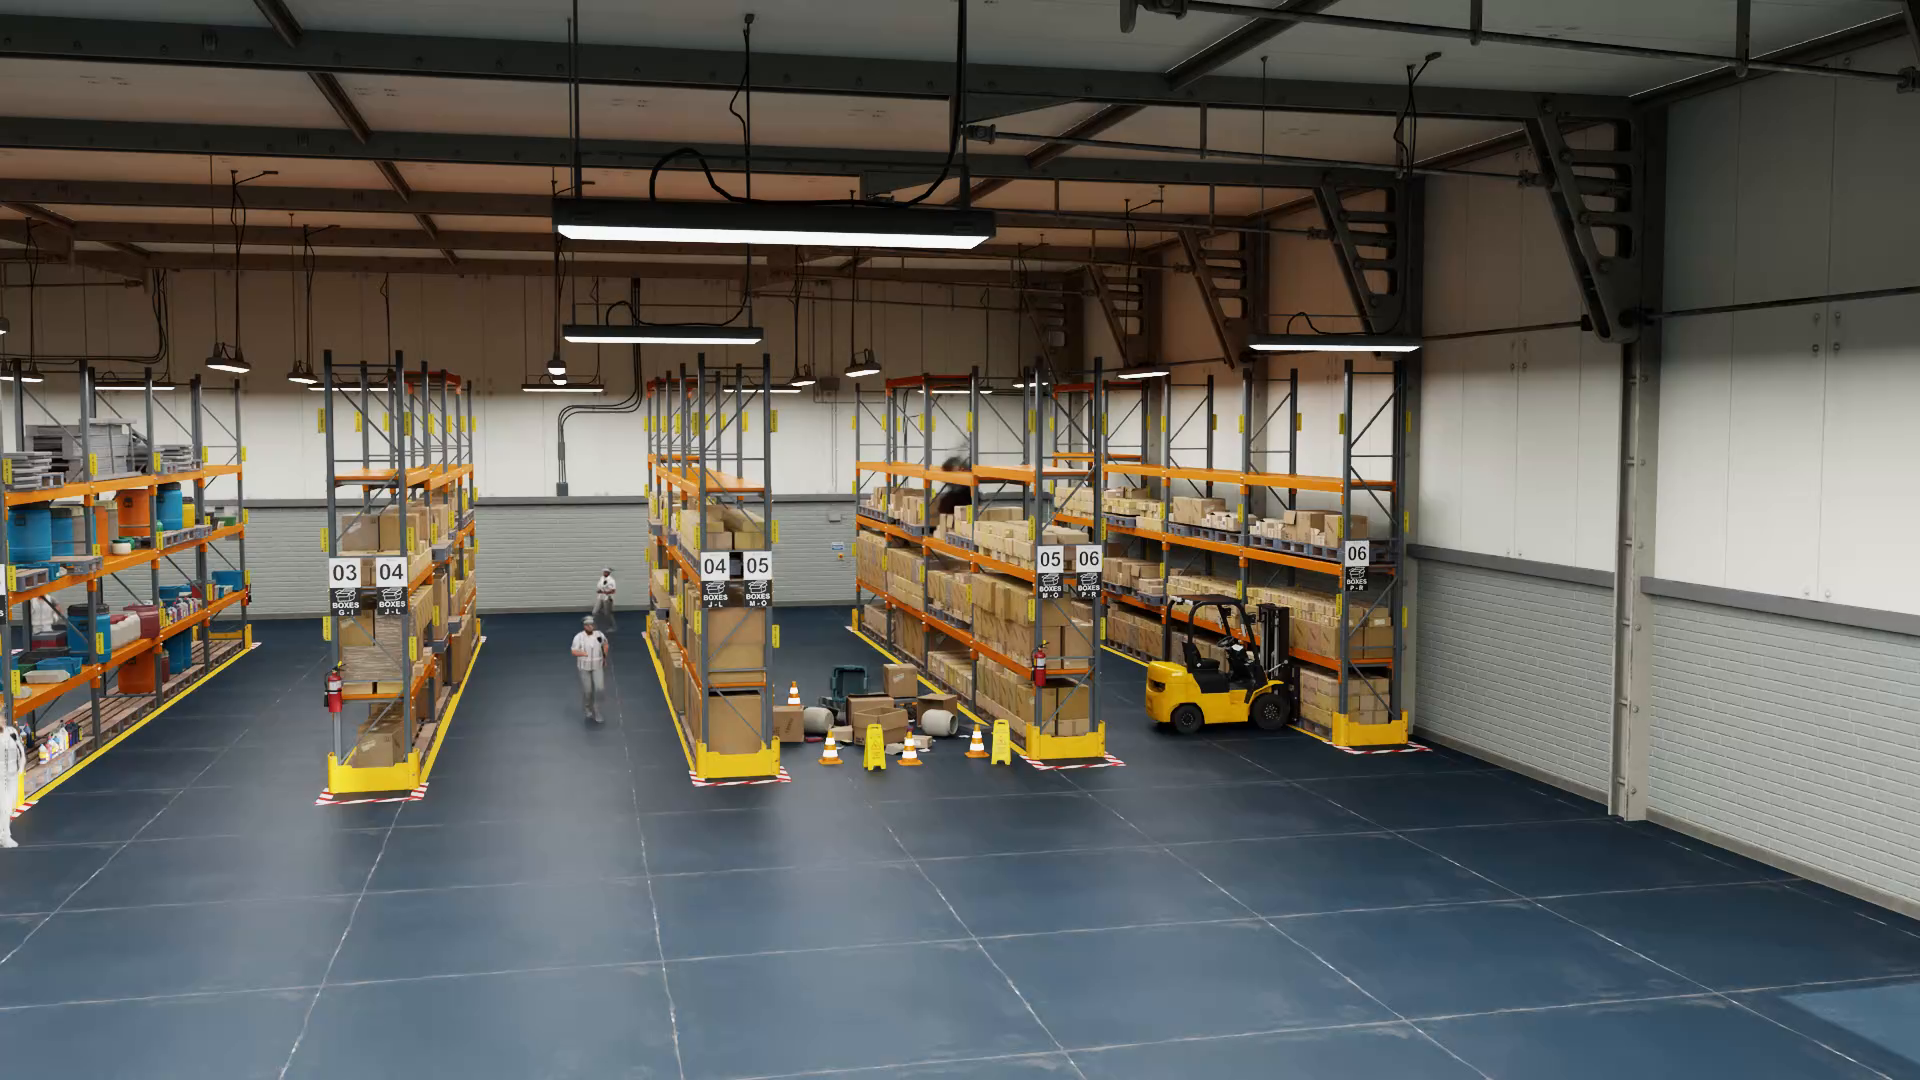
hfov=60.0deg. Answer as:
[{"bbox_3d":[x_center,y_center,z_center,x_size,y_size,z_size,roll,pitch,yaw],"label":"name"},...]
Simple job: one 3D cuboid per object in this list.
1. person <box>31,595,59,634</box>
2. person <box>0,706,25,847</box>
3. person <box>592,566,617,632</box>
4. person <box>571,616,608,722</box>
[{"bbox_3d":[-18.550,1.756,33.576,0.644,1.828,0.857,-2,4,-25],"label":"person"},{"bbox_3d":[-11.491,2.801,19.836,0.656,1.698,0.624,2,5,29],"label":"person"},{"bbox_3d":[-8.343,1.443,39.358,0.621,1.714,0.787,3,5,33],"label":"person"},{"bbox_3d":[-6.225,2.185,28.040,0.638,1.839,0.767,-1,4,-18],"label":"person"}]
